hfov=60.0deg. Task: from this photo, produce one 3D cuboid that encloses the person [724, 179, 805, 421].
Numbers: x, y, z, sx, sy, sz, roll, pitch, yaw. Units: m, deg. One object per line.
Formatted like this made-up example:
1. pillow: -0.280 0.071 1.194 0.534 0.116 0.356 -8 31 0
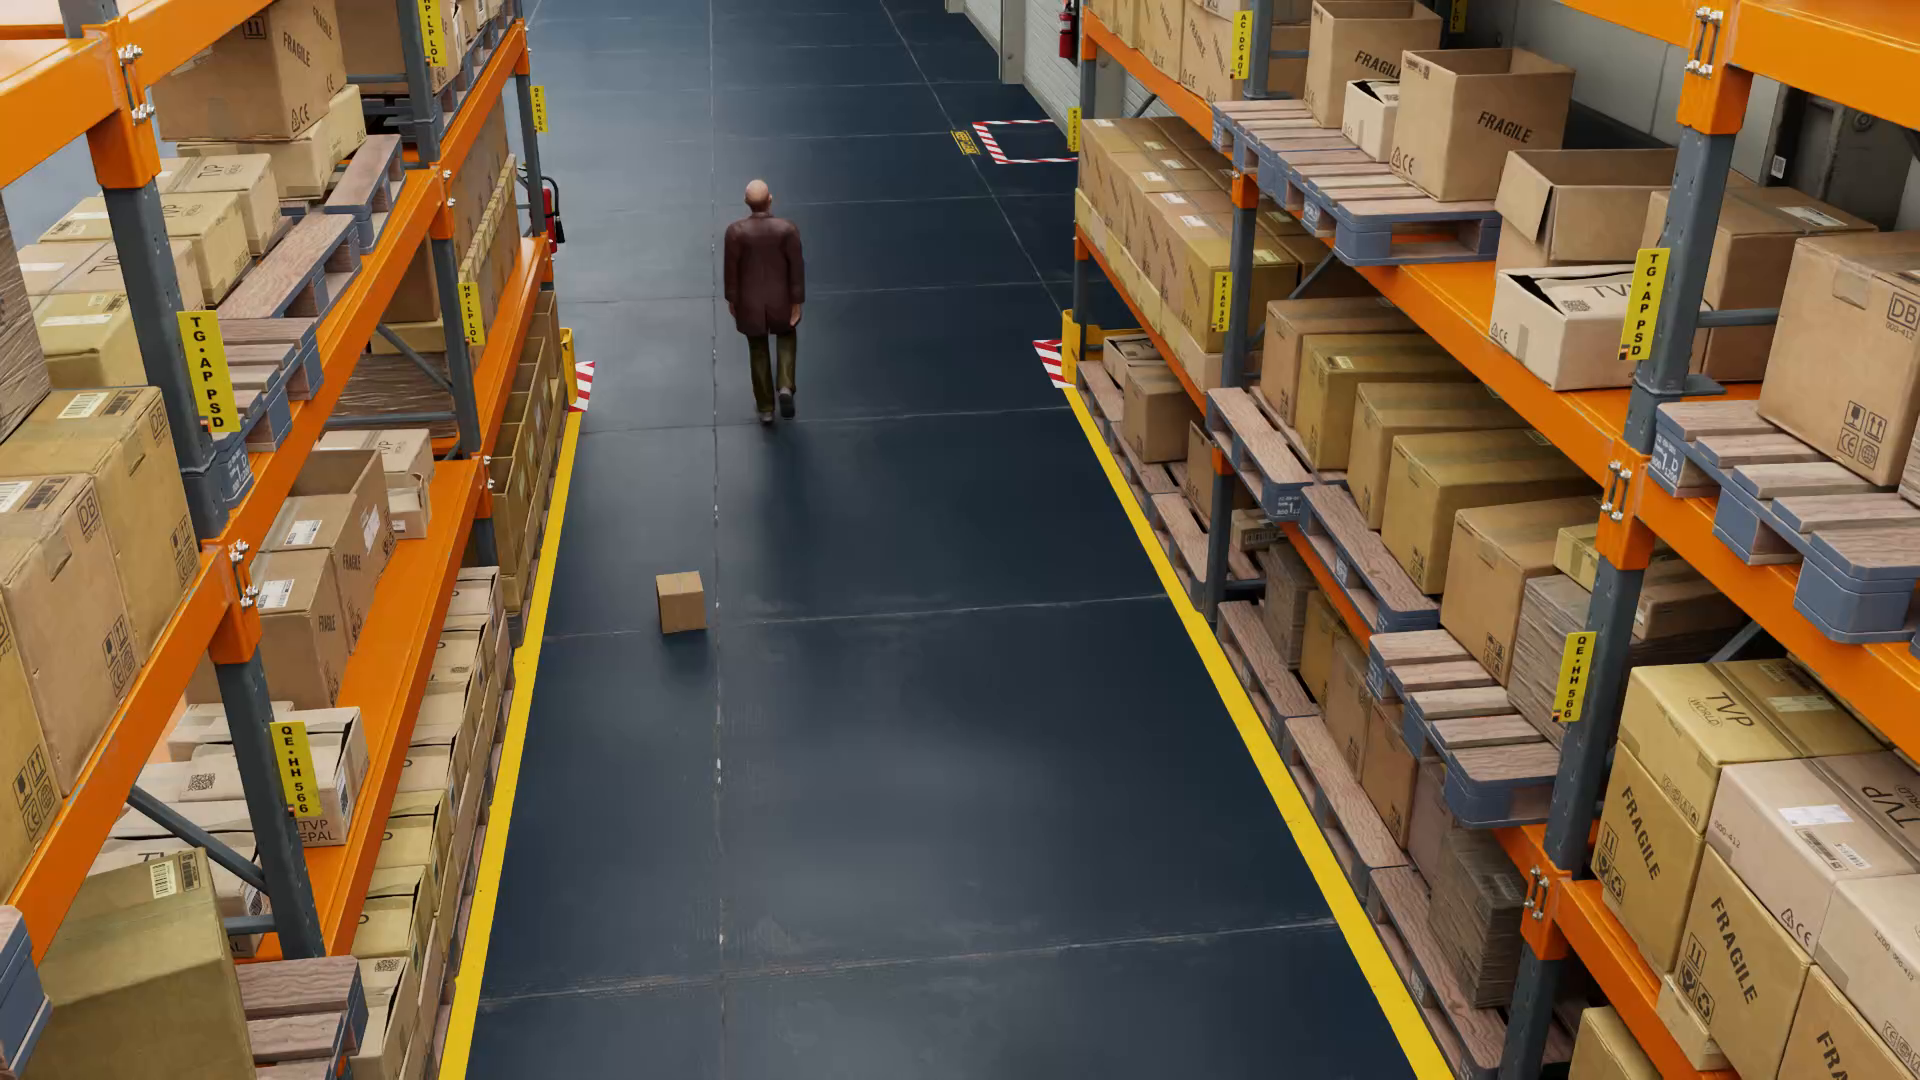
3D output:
1. person: -1.412 -1.733 12.043 0.577 1.807 0.476 -5 27 -9
